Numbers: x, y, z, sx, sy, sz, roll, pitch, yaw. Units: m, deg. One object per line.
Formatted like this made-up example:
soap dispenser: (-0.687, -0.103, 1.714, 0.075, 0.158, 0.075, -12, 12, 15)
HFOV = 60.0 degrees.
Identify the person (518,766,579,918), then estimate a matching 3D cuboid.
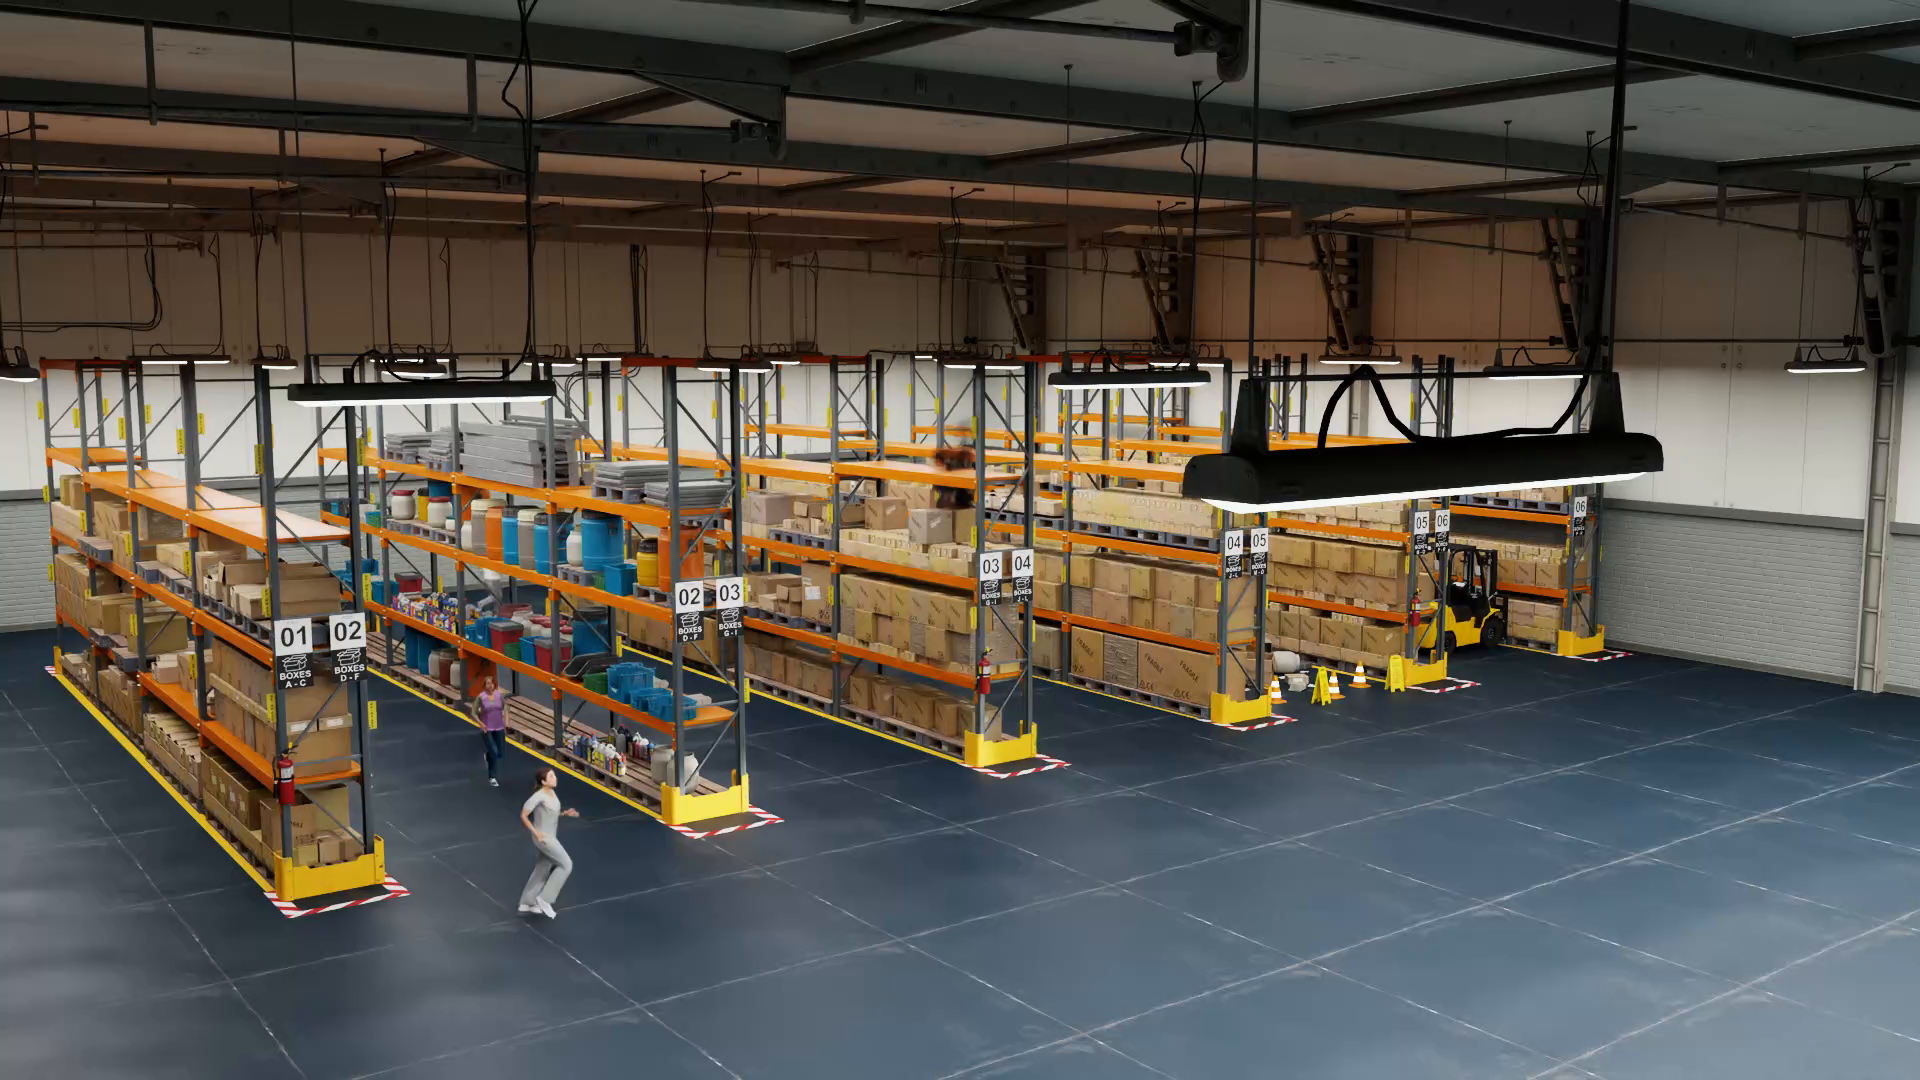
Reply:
person: (-4.547, 3.319, 18.350, 0.674, 1.678, 0.540, -1, 7, -4)

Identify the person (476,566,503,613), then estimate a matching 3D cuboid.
person: (-10.738, 0.896, 38.039, 0.775, 1.743, 0.665, -5, 8, -35)

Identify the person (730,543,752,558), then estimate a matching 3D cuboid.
person: (-5.423, 0.441, 41.771, 0.649, 1.840, 0.863, 5, 9, 37)

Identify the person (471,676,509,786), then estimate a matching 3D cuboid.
person: (-6.731, 2.713, 23.842, 0.542, 1.570, 0.555, -4, 8, -33)
